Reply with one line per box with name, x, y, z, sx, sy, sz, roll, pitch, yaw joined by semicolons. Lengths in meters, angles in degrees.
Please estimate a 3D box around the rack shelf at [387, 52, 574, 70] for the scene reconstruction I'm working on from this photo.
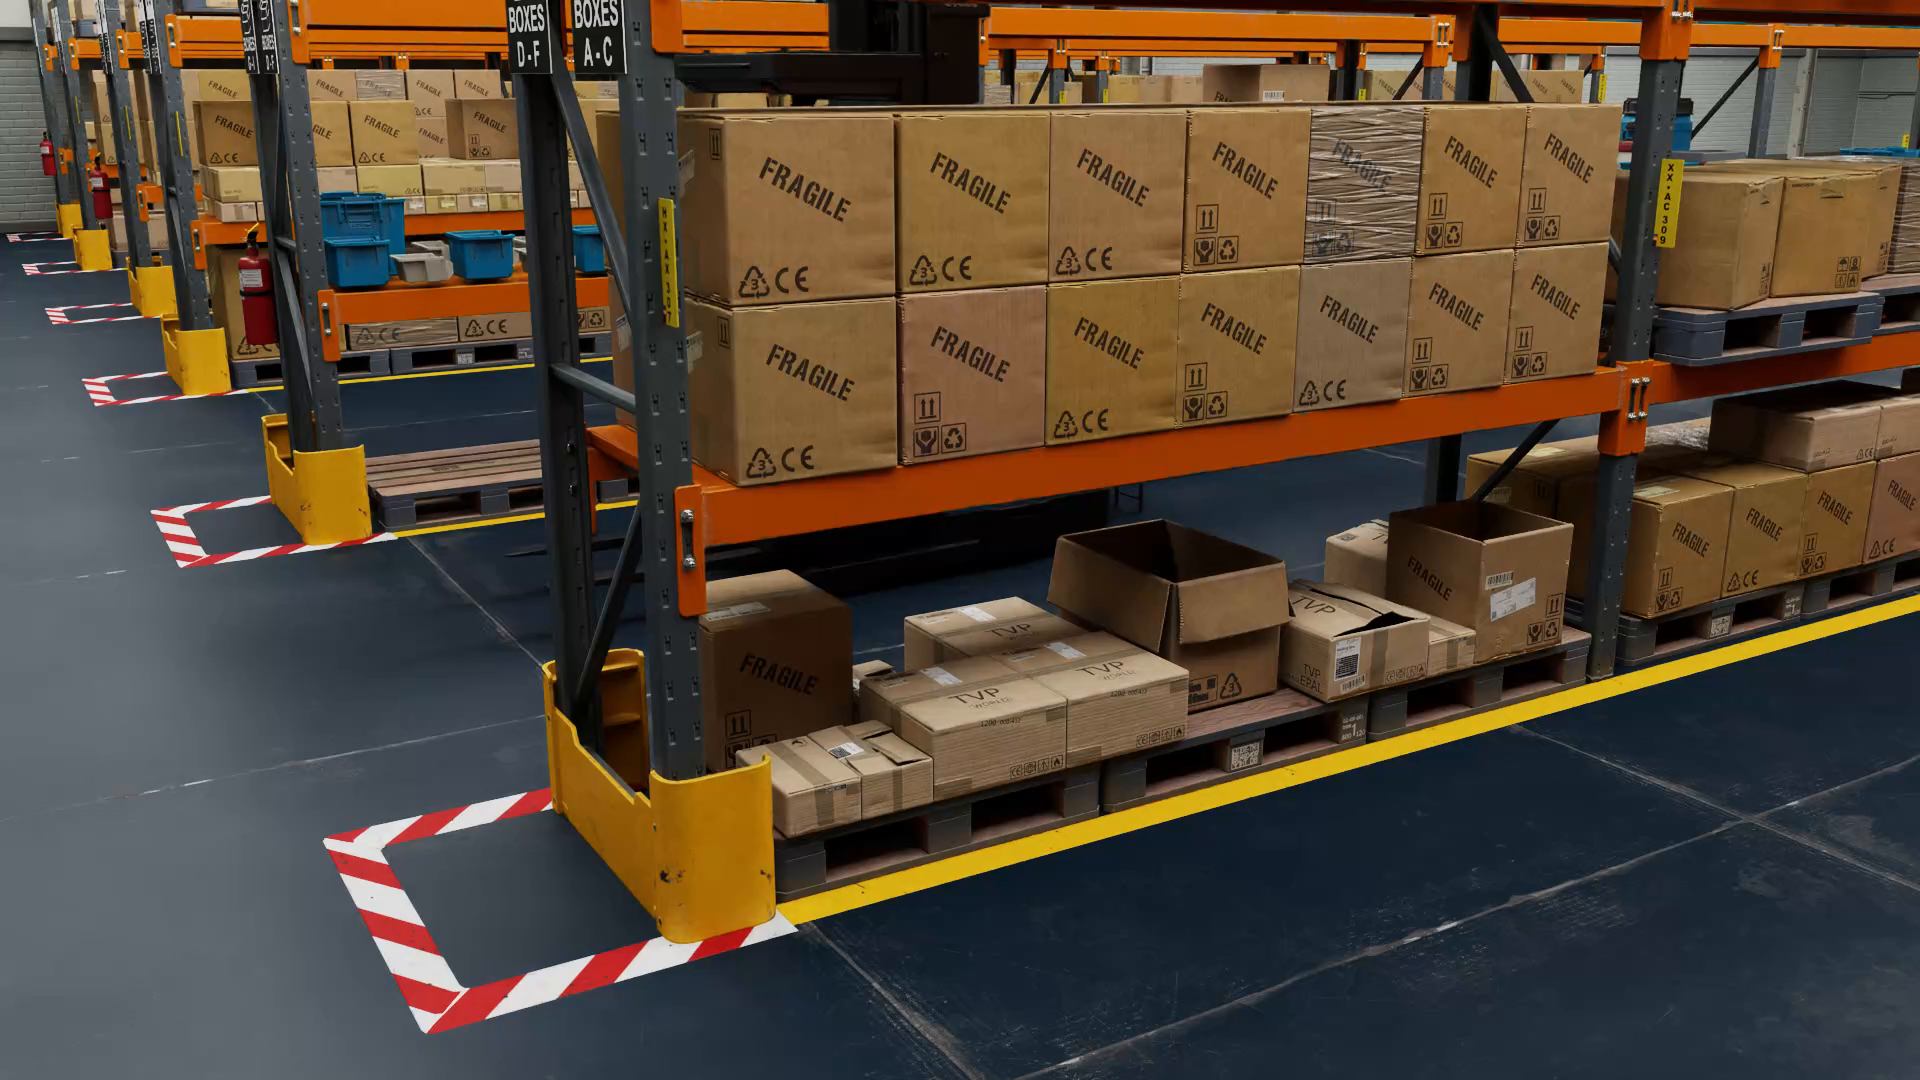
rack shelf;-6.095;-6.944;23.899;4.000;0.370;1.077;-9;18;-30

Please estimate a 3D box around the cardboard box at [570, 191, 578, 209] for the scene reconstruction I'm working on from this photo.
cardboard box;-3.460;-2.929;14.265;0.250;0.149;0.380;-9;18;-29

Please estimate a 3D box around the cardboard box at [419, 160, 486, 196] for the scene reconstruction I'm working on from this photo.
cardboard box;-4.265;-3.011;13.820;0.500;0.250;0.500;-10;18;-31

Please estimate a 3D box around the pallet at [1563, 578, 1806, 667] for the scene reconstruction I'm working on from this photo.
pallet;3.070;0.238;7.668;1.213;0.211;1.003;-9;18;-30

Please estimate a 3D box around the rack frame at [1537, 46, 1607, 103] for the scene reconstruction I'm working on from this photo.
rack frame;7.580;-4.943;20.986;0.127;3.000;1.000;-9;18;-30

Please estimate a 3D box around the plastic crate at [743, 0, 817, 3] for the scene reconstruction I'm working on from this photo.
plastic crate;-1.049;-3.182;9.633;0.466;0.136;0.293;-9;18;-30

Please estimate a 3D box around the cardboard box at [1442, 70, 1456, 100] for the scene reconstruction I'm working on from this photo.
cardboard box;5.525;-5.203;19.324;0.500;0.500;0.500;-9;18;-30

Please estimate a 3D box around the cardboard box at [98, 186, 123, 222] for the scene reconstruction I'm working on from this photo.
cardboard box;-13.225;-5.223;25.832;0.637;0.503;0.797;-10;19;-32

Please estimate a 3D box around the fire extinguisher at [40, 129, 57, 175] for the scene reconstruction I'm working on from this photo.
fire extinguisher;-13.686;-5.815;24.933;0.183;0.674;0.296;-9;18;-30

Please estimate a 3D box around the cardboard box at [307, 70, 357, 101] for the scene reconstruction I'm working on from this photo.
cardboard box;-6.759;-4.765;17.761;0.500;0.500;0.500;-10;18;-31

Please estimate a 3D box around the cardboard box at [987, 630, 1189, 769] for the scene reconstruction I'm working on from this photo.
cardboard box;0.433;0.537;5.717;0.500;0.250;0.500;-9;18;-30

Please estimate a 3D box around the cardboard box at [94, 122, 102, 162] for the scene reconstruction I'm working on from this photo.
cardboard box;-10.961;-5.188;21.676;0.500;0.500;0.500;-9;18;-29

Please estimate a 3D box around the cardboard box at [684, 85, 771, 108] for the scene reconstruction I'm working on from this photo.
cardboard box;-2.163;-3.897;15.210;0.637;0.503;0.797;-10;18;-31

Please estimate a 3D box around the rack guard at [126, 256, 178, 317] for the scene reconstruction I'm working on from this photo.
rack guard;-8.537;-2.687;17.571;0.348;0.500;1.175;-9;18;-30

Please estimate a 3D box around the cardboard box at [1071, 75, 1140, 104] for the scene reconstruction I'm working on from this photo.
cardboard box;2.018;-6.184;23.135;0.550;0.550;0.875;-9;18;-30

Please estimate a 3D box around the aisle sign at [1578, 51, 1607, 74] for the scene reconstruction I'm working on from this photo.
aisle sign;7.788;-6.134;20.418;0.004;0.787;0.394;-9;18;-30

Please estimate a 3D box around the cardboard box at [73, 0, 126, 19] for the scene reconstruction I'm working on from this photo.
cardboard box;-10.899;-6.718;21.074;0.500;0.250;0.500;-11;19;-35

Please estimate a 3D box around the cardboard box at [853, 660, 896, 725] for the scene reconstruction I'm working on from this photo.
cardboard box;-0.303;0.558;5.796;0.250;0.166;0.380;-9;18;-30

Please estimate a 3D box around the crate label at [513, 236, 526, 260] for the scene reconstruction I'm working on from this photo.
crate label;-2.496;-1.711;9.835;0.243;0.136;0.396;-9;18;-30

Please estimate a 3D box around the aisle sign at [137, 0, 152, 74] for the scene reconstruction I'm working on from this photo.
aisle sign;-6.351;-4.030;12.913;0.004;0.787;0.394;-9;18;-30

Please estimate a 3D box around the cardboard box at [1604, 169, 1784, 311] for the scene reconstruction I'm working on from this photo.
cardboard box;2.914;-1.247;6.837;0.700;0.500;0.500;13;20;38

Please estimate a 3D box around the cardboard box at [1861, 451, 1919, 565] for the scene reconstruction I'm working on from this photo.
cardboard box;4.250;-0.216;7.940;0.500;0.500;0.500;-10;19;-32

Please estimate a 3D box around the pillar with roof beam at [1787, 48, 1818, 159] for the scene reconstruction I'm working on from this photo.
pillar with roof beam;26.789;-14.558;44.173;0.400;9.000;9.100;-9;18;-30

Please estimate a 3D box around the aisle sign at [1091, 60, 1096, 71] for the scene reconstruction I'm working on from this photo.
aisle sign;2.370;-8.568;29.101;0.004;0.787;0.394;-9;18;-30

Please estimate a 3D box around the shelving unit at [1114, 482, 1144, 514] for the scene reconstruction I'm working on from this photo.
shelving unit;0.761;-0.716;9.241;0.503;1.200;0.258;-10;19;-32

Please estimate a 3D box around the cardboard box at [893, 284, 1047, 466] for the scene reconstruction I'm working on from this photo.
cardboard box;-0.080;-0.548;5.123;0.500;0.500;0.500;-9;18;-30

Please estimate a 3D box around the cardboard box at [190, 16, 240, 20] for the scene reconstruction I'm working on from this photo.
cardboard box;-7.632;-5.328;17.080;0.500;0.250;0.500;-9;18;-28

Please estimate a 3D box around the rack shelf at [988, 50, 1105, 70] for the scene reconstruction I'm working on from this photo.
rack shelf;-0.031;-6.369;21.847;4.000;0.370;1.077;-9;18;-30

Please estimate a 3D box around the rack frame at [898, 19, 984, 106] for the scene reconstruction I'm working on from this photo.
rack frame;-0.155;-2.129;10.947;0.127;3.000;1.000;-9;18;-30

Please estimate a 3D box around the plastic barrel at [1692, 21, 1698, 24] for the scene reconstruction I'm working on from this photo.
plastic barrel;5.818;-4.715;13.686;0.600;0.901;0.600;0;16;0

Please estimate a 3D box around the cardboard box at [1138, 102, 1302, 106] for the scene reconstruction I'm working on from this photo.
cardboard box;0.961;-1.368;6.197;0.500;0.500;0.500;-10;18;-31

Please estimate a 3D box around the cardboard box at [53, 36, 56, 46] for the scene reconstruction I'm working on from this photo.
cardboard box;-13.643;-7.581;25.305;0.250;0.149;0.380;-9;18;-28

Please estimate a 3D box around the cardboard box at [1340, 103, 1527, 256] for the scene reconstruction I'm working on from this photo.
cardboard box;1.655;-1.310;5.988;0.500;0.500;0.500;-10;18;-31

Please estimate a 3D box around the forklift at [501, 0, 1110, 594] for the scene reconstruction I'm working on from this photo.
forklift;-0.722;-1.284;8.060;3.031;2.935;1.130;-10;19;-32

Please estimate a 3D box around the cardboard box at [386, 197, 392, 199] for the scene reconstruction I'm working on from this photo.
cardboard box;-4.781;-2.714;13.501;0.250;0.149;0.380;-10;18;-31

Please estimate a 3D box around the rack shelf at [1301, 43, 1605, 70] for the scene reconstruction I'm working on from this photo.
rack shelf;5.866;-5.763;19.687;4.000;0.370;1.077;-9;18;-30

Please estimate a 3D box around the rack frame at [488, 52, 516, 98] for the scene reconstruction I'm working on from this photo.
rack frame;-5.174;-4.437;19.179;0.127;3.000;1.000;-9;18;-30

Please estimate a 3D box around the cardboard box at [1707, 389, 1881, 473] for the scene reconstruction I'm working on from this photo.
cardboard box;3.790;-0.502;7.569;0.500;0.250;0.500;-9;18;-30

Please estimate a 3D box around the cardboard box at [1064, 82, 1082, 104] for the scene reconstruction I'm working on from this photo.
cardboard box;1.261;-6.008;22.747;0.500;0.500;0.700;-10;18;-31

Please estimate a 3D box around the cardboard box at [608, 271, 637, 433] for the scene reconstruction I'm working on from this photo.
cardboard box;-0.792;-0.600;5.307;0.500;0.500;0.500;-9;18;-28

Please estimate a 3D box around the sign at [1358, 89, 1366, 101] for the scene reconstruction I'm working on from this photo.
sign;4.441;-4.817;18.390;0.005;0.325;0.100;-9;18;-30

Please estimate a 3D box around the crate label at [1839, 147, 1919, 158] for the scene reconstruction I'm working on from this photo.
crate label;8.693;-3.496;15.757;0.616;0.435;0.502;-9;18;-30

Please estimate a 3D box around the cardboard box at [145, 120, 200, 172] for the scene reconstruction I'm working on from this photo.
cardboard box;-8.075;-4.070;17.137;0.500;0.500;0.500;-8;18;-27

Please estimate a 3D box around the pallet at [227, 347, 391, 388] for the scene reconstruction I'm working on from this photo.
pallet;-5.490;-1.505;13.889;1.213;0.211;1.003;-9;18;-30

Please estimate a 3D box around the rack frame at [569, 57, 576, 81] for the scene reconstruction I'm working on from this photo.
rack frame;-6.940;-7.272;29.294;0.127;3.000;1.000;-9;18;-30

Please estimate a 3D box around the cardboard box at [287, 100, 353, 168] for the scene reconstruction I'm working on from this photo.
cardboard box;-5.156;-3.225;13.194;0.500;0.500;0.500;-10;18;-31

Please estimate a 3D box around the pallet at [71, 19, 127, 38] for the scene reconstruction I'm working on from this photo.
pallet;-10.608;-6.519;21.215;1.213;0.211;1.003;-9;18;-30

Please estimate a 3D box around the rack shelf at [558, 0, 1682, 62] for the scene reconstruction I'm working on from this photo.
rack shelf;0.678;-1.802;5.558;4.000;0.370;1.077;-9;18;-30

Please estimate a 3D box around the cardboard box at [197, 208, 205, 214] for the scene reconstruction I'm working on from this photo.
cardboard box;-9.944;-4.224;22.391;0.875;0.438;0.875;-9;18;-28

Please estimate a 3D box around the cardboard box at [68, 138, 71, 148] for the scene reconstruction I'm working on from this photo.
cardboard box;-13.652;-6.147;25.746;0.250;0.149;0.380;-9;18;-30

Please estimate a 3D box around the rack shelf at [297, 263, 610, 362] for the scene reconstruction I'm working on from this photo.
rack shelf;-1.869;-1.505;10.053;4.000;0.370;1.077;-9;18;-30
